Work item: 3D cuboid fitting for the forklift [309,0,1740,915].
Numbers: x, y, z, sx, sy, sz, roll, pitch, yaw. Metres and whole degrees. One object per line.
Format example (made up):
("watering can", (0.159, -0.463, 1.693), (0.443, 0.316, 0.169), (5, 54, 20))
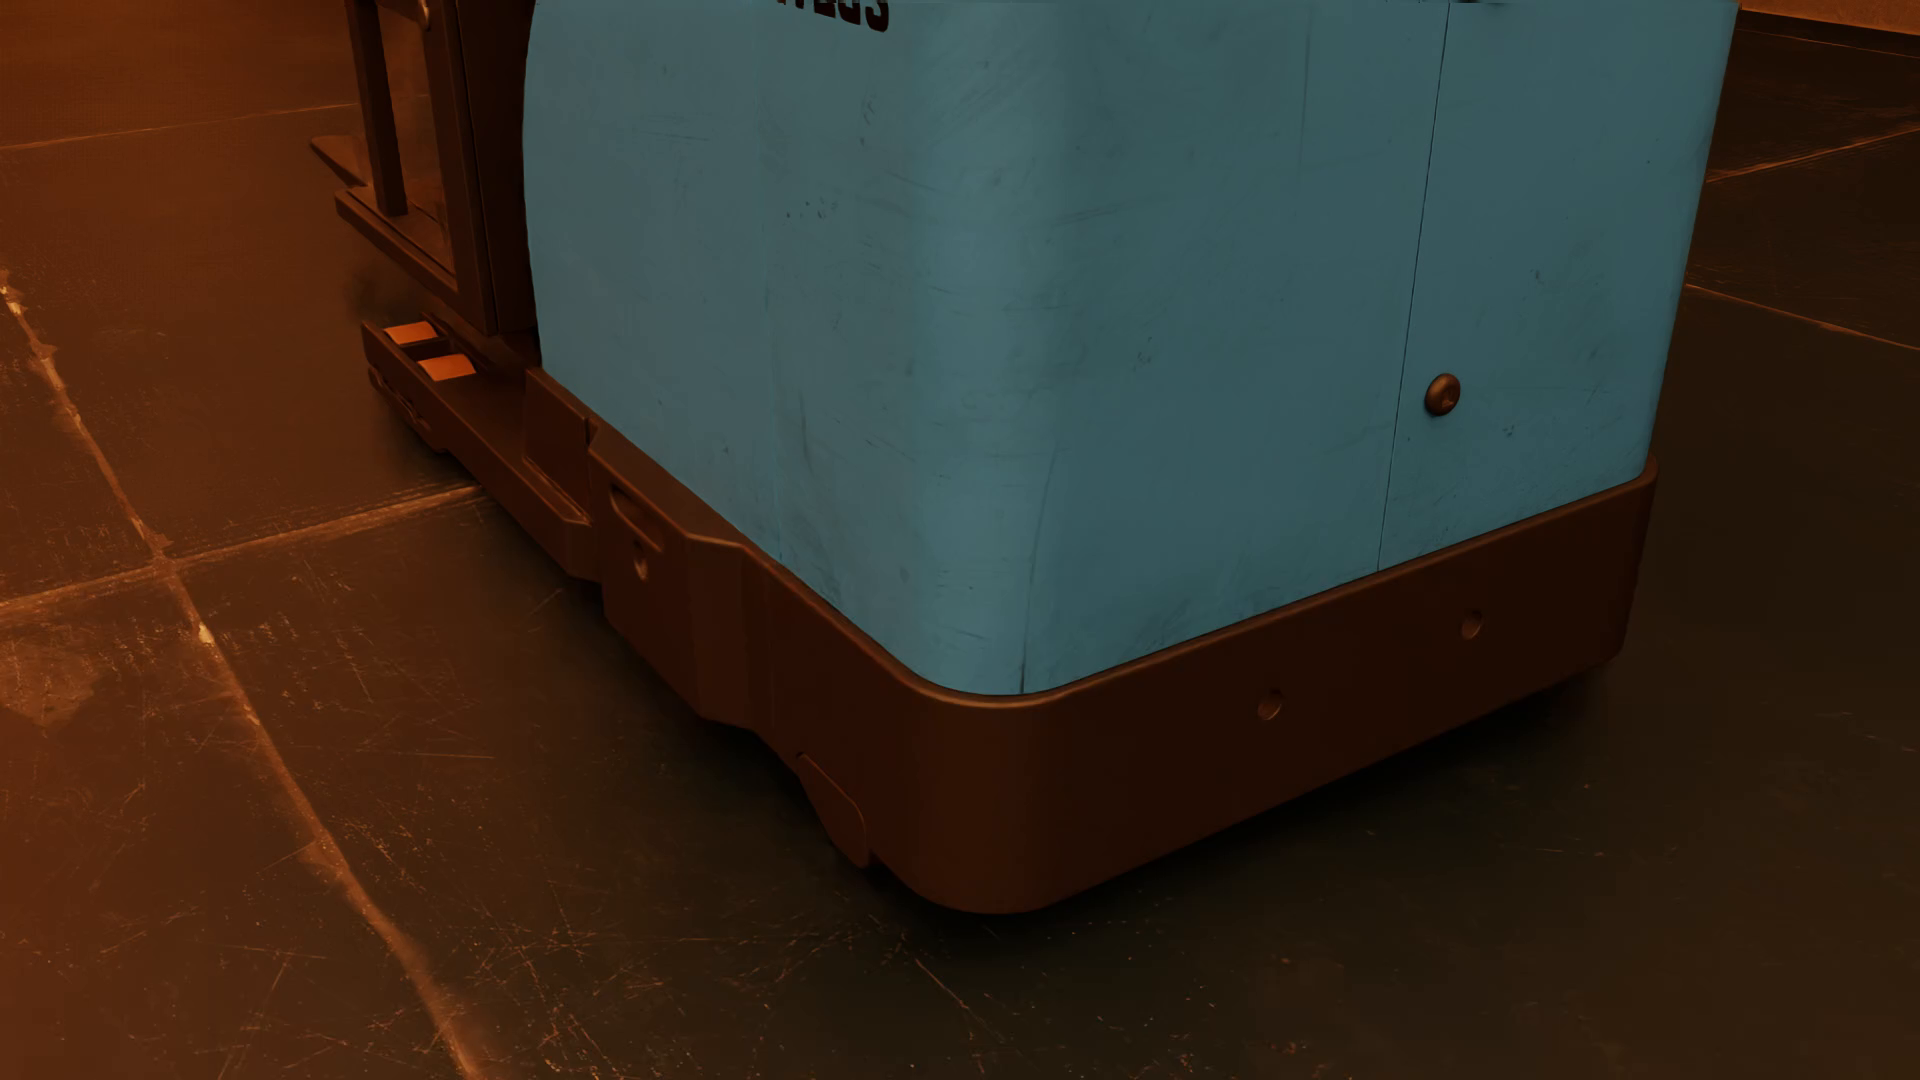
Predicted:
("forklift", (-0.391, -1.559, 2.339), (1.130, 2.935, 3.031), (-16, 31, -29))
